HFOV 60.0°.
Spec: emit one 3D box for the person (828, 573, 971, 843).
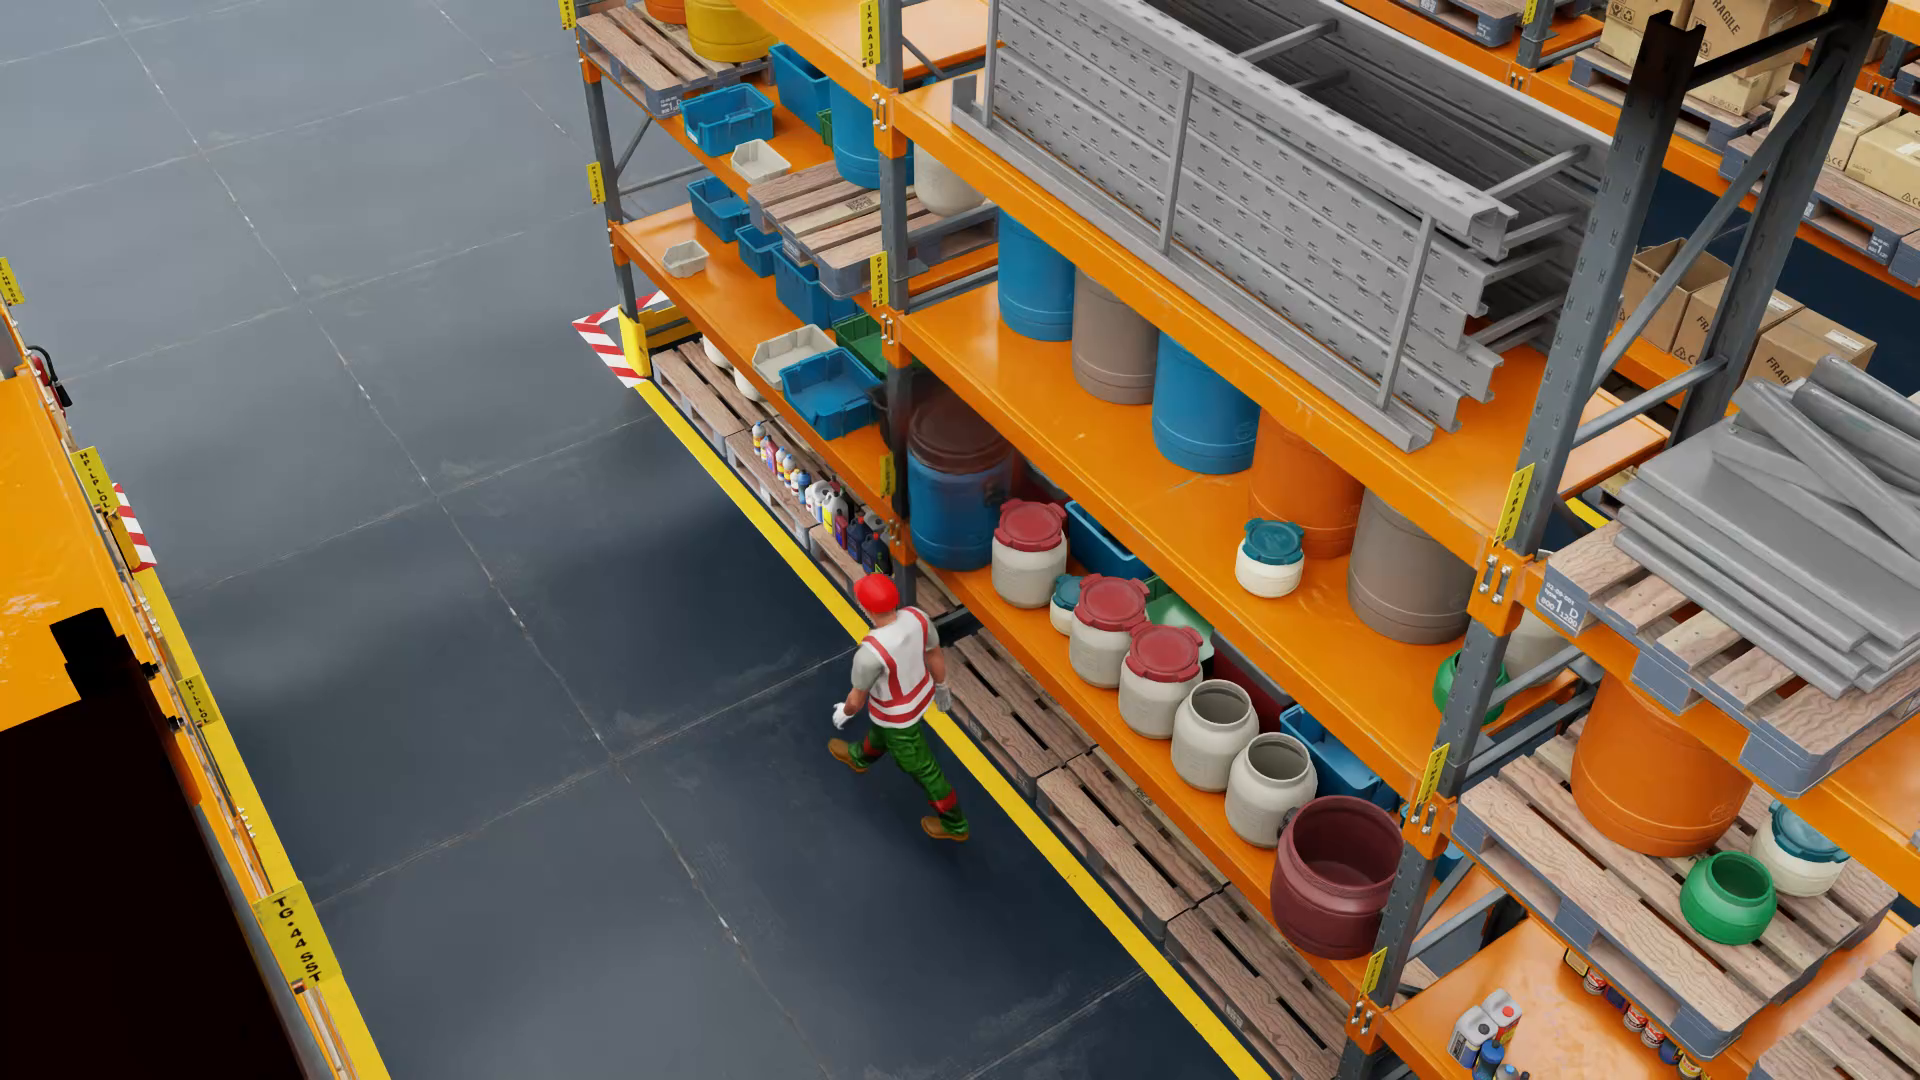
[{"bbox_3d":[-0.381,0.866,9.074,1.077,1.718,0.538,22,47,22],"label":"person"}]
